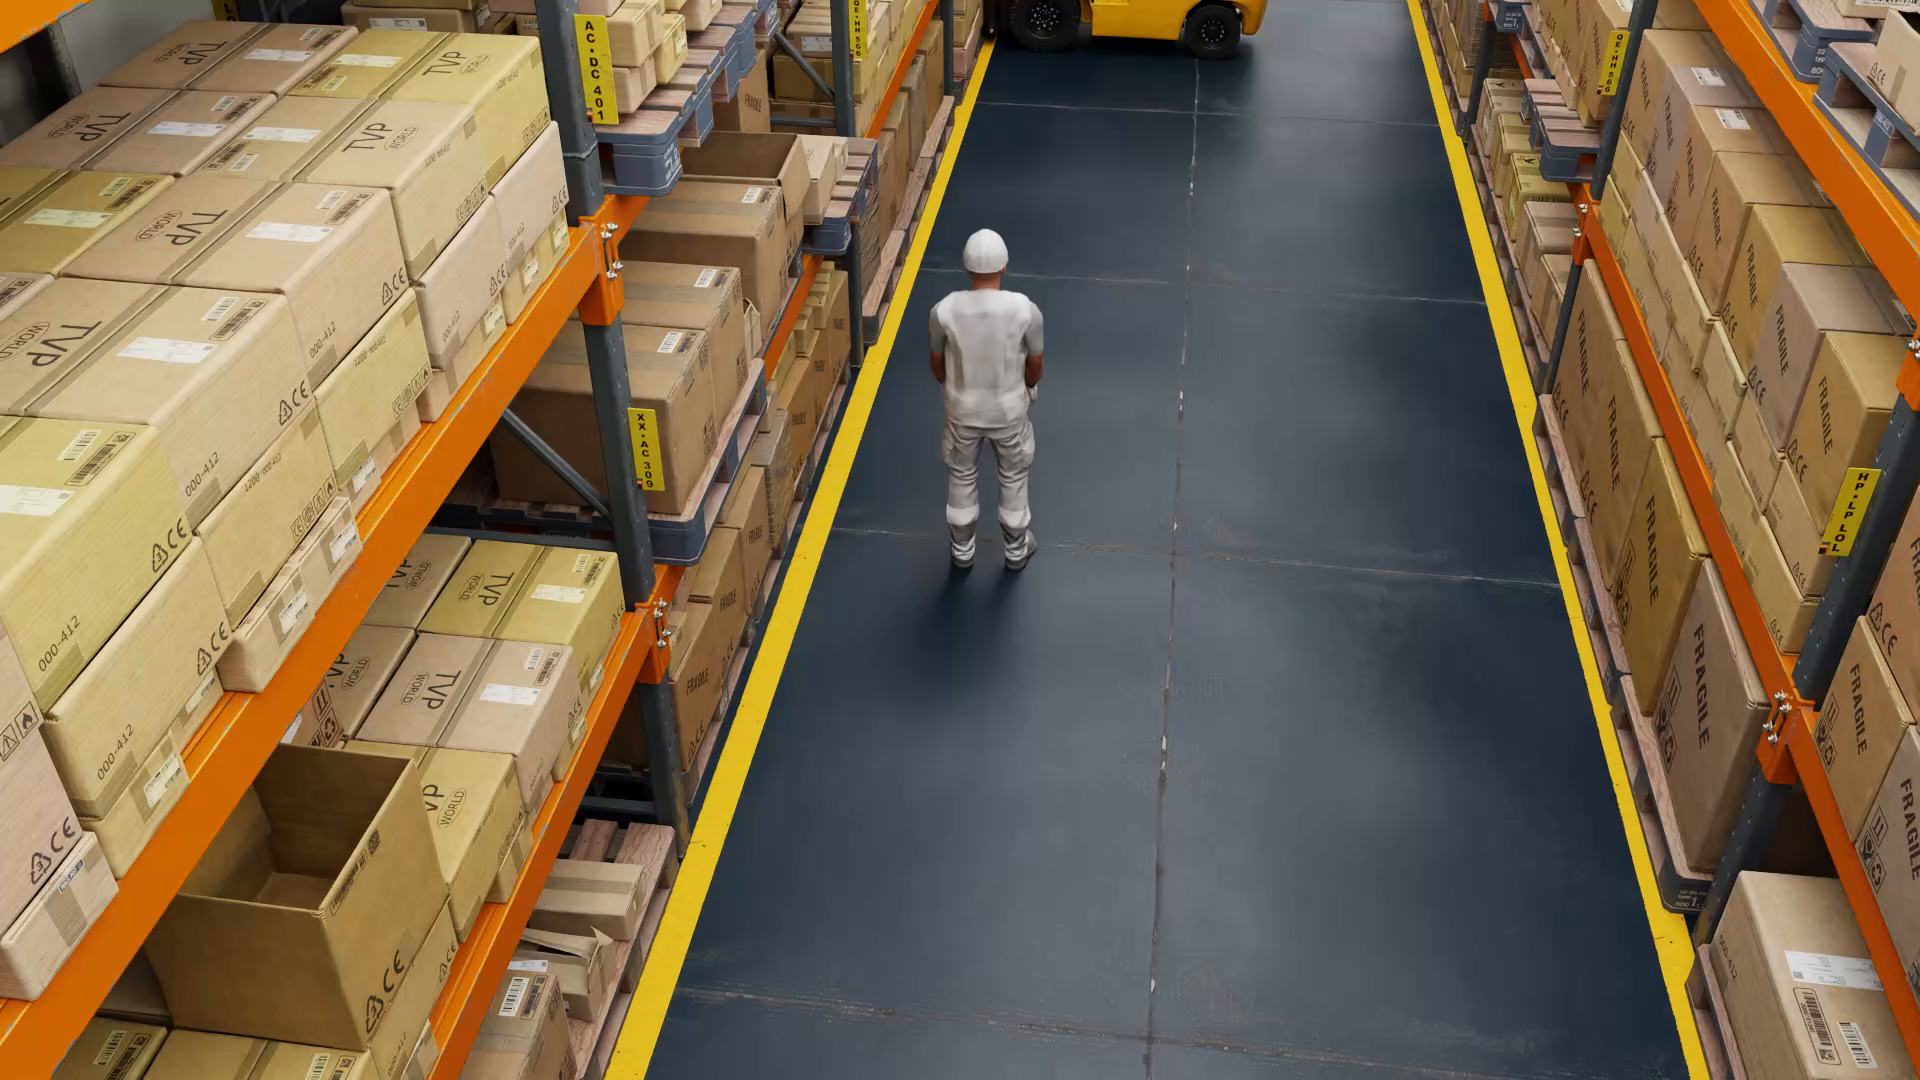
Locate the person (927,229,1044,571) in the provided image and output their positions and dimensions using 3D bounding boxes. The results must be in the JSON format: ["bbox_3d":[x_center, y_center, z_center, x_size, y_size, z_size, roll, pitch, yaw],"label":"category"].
[{"bbox_3d":[0.122,-0.643,7.910,0.539,1.790,0.437,3,36,4],"label":"person"}]
